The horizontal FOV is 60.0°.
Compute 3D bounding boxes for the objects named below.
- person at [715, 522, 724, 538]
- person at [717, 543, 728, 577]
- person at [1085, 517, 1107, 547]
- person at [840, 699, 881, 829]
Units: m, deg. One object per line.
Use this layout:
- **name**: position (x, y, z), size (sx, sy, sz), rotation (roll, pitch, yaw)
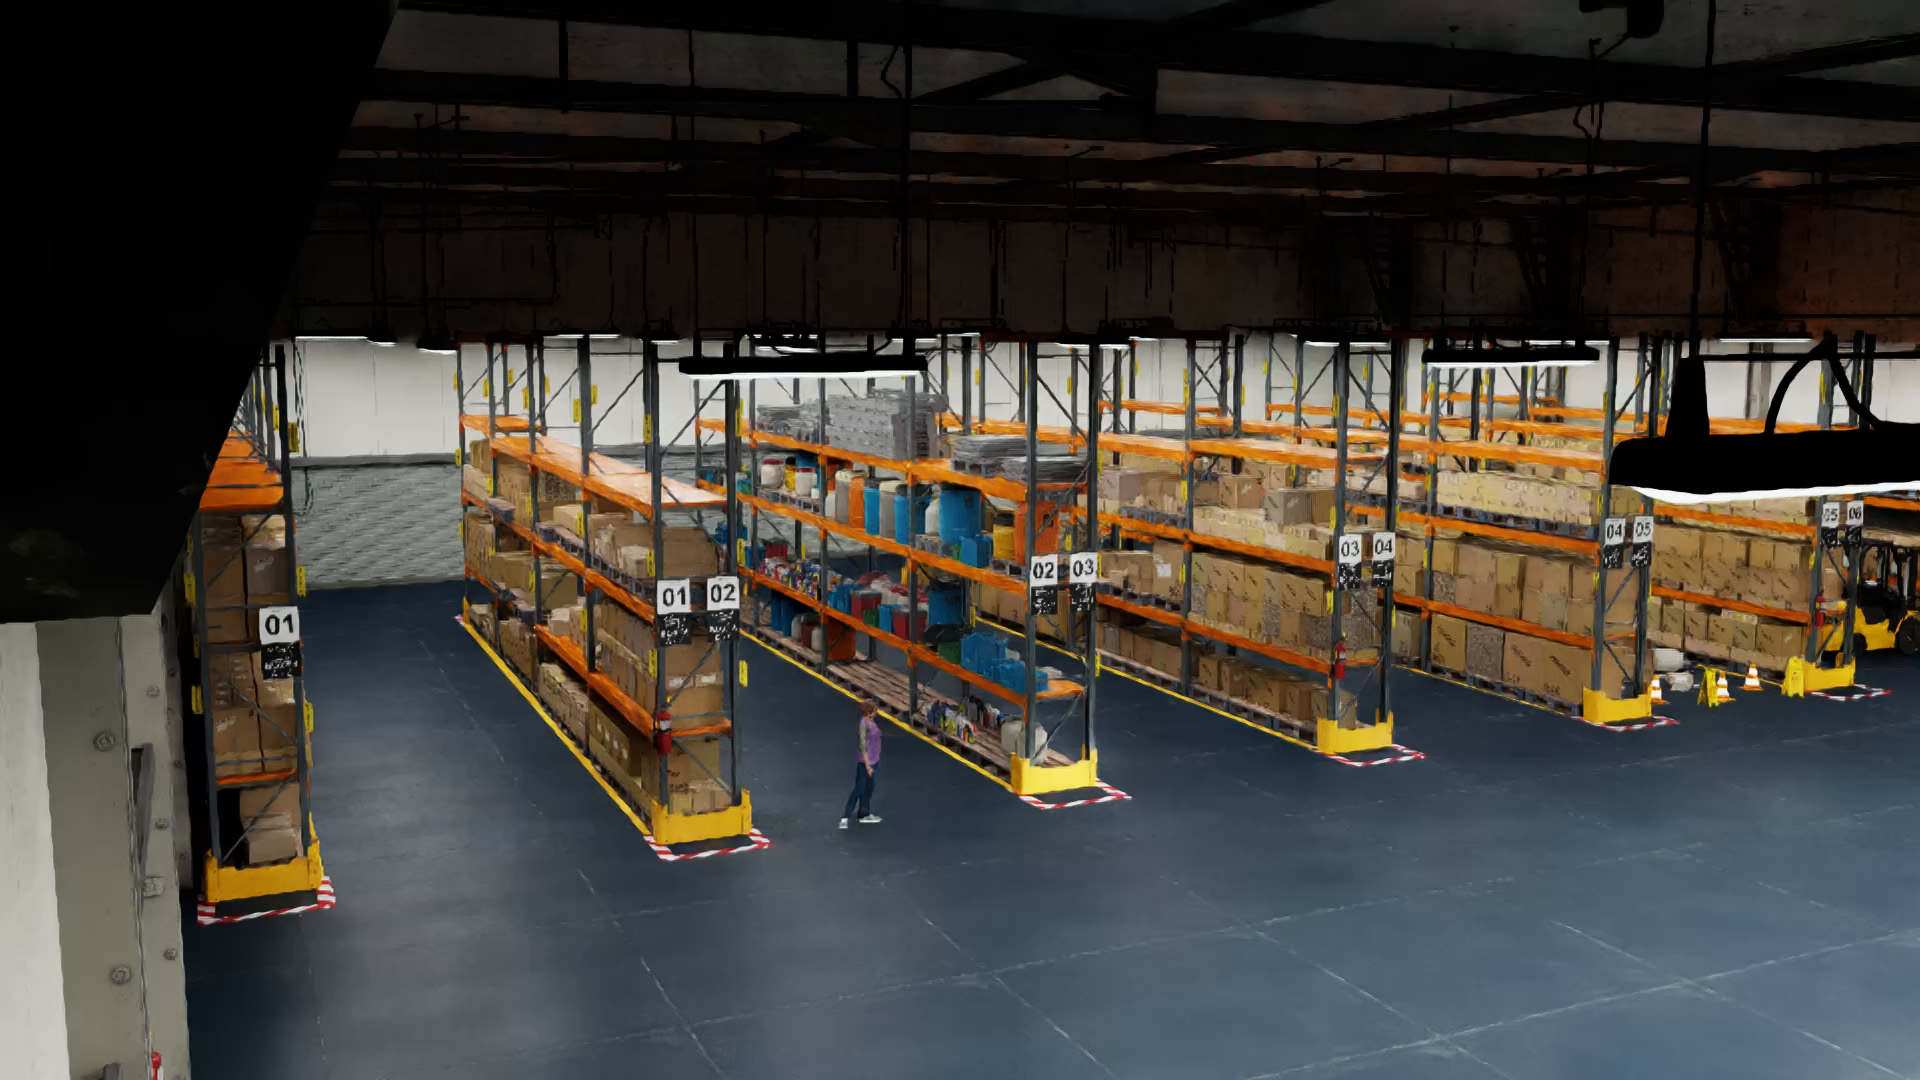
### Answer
- **person**: position (-5.449, 0.419, 37.832), size (0.482, 1.632, 0.649), rotation (2, 8, 13)
- **person**: position (-4.804, 0.928, 33.705), size (0.629, 1.740, 0.991), rotation (0, 8, 2)
- **person**: position (3.434, -0.232, 42.056), size (0.618, 1.782, 0.376), rotation (5, 9, 32)
- **person**: position (-1.242, 2.780, 20.632), size (0.447, 1.591, 0.596), rotation (2, 8, 17)
